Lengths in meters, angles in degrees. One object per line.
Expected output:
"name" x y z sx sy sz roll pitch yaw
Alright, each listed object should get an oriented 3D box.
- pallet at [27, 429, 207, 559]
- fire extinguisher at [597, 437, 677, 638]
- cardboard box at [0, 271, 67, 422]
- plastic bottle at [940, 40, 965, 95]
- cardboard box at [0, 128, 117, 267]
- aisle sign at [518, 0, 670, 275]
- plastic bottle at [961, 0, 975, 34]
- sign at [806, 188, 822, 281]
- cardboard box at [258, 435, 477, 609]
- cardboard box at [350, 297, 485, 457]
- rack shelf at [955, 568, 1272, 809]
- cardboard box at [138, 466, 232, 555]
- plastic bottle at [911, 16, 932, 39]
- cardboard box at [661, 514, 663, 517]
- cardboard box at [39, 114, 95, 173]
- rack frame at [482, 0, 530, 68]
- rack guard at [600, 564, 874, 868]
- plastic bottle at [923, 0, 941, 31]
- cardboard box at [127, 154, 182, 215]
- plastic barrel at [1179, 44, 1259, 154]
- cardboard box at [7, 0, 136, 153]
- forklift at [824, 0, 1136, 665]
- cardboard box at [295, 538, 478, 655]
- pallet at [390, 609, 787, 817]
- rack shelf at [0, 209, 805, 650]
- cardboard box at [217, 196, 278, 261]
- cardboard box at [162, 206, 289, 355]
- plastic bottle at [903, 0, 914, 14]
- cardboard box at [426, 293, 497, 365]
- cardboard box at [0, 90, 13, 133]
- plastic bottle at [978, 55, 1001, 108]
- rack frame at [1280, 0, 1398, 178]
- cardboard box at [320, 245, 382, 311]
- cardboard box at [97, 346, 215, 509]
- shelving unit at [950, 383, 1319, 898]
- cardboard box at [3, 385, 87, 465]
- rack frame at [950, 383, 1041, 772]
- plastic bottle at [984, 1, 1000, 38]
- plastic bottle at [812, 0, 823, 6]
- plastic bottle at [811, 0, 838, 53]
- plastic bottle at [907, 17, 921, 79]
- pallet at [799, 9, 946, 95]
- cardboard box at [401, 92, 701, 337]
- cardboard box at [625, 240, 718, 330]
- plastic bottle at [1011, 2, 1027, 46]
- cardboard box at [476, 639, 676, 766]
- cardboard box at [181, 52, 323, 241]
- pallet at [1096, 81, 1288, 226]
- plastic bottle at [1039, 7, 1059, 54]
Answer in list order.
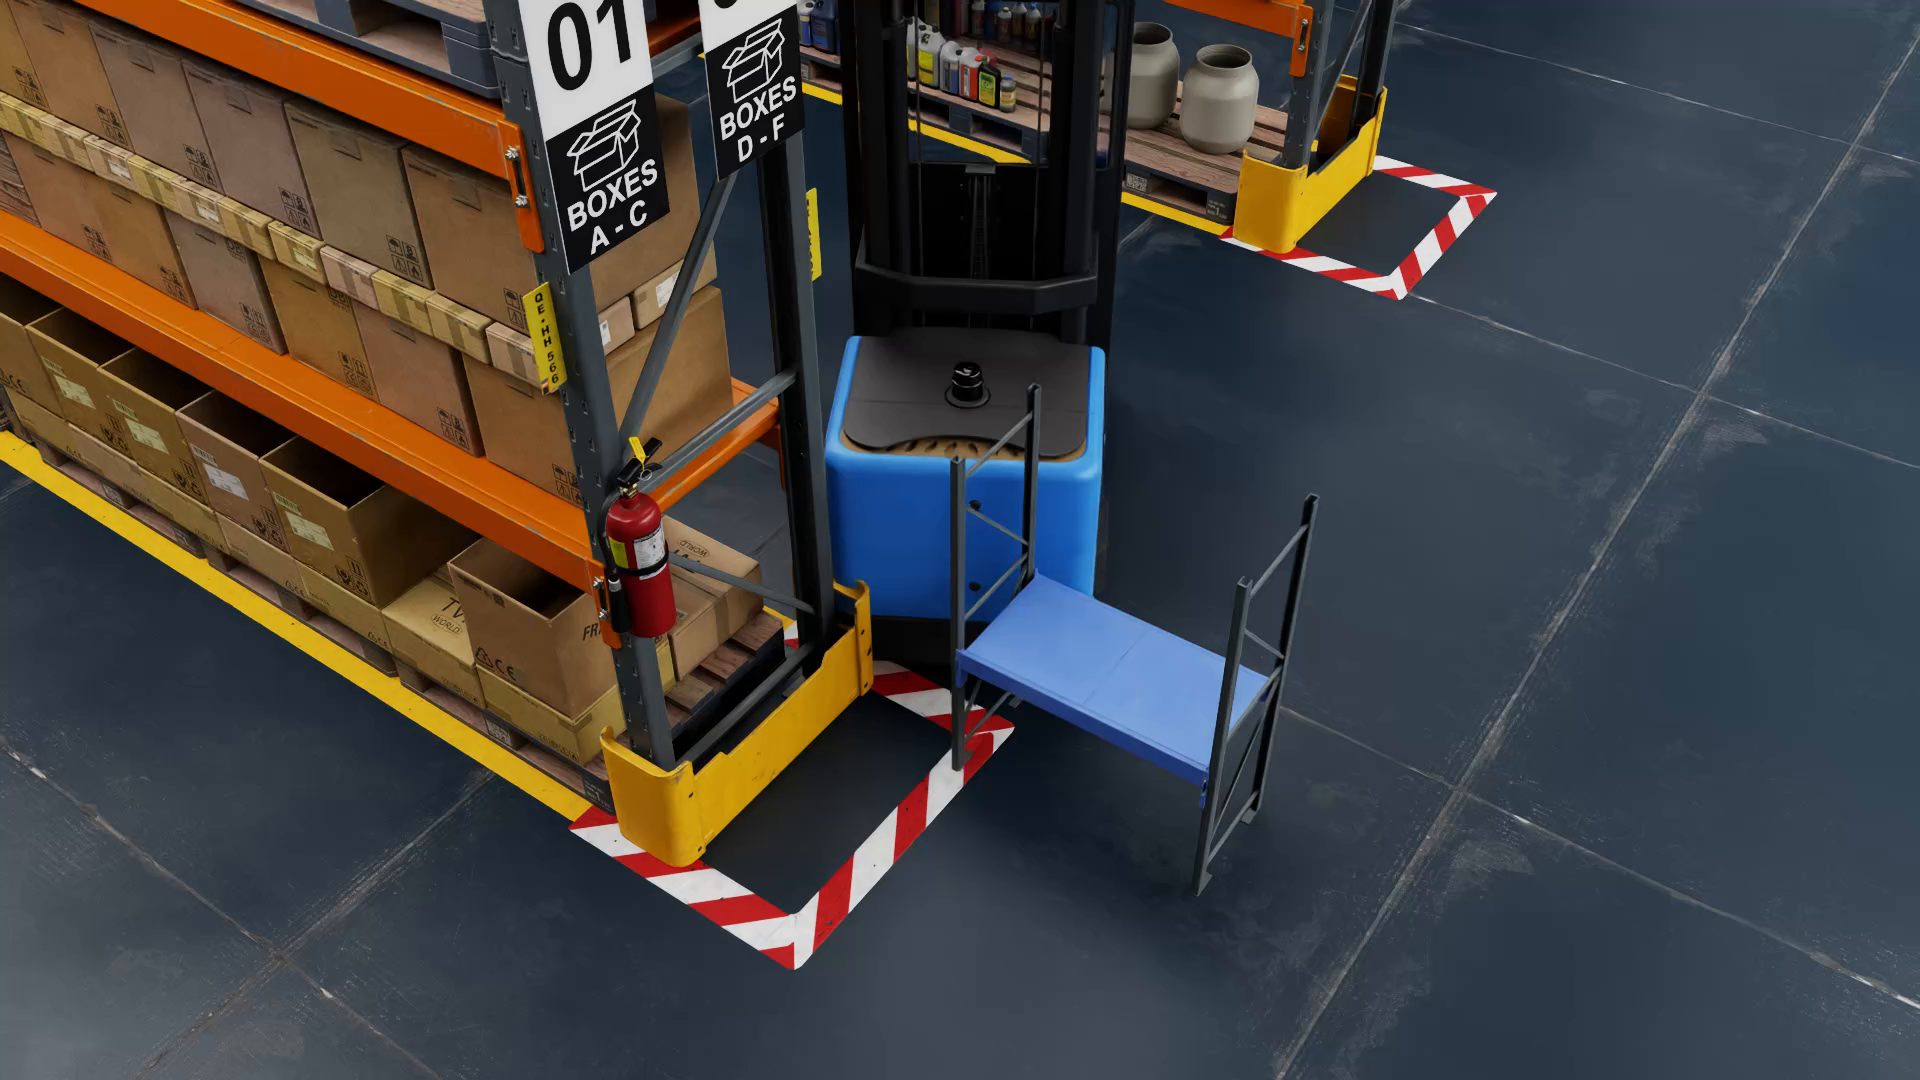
"pallet" -3.461 -0.489 7.638 1.213 0.211 1.003 25 48 25
"fire extinguisher" -0.983 0.004 5.054 0.183 0.674 0.296 25 48 25
"cardboard box" -3.889 -0.918 7.211 0.500 0.500 0.500 25 48 25
"plastic bottle" -0.026 -2.804 9.847 0.135 0.276 0.152 24 47 24
"cardboard box" -3.286 -1.528 6.633 0.500 0.500 0.700 25 47 25
"aisle sign" -0.928 -1.107 4.288 0.004 0.787 0.394 25 48 25
"plastic bottle" 0.004 -3.356 10.464 0.135 0.276 0.152 26 48 26
"sign" -0.490 -0.976 5.383 0.005 0.325 0.100 25 48 25
"cardboard box" -2.251 -0.153 6.356 0.500 0.500 0.500 25 48 25
"cardboard box" -1.621 -0.745 5.758 0.500 0.500 0.700 26 48 26
"rack shelf" 0.541 0.499 5.838 1.000 0.185 0.538 24 47 25
"cardboard box" -3.070 -0.255 7.033 0.500 0.250 0.500 25 48 25
"plastic bottle" -0.252 -3.027 10.096 0.135 0.276 0.152 25 48 25
"cardboard box" -1.536 0.028 6.716 0.500 0.250 0.500 25 48 25
"cardboard box" -3.143 -1.535 6.155 0.250 0.149 0.380 24 47 24
"rack frame" -0.814 -2.559 3.362 0.127 3.000 1.000 25 48 25
"rack guard" -0.794 0.617 6.185 0.348 0.500 1.175 25 48 25
"plastic bottle" -0.165 -3.357 10.460 0.133 0.283 0.061 25 48 25
"cardboard box" -2.709 -1.334 5.930 0.250 0.149 0.380 25 47 25
"plastic barrel" 1.451 -2.466 9.307 0.421 0.512 0.421 0 42 0
"cardboard box" -2.897 -1.825 5.992 0.500 0.500 0.700 25 48 25
"forklift" 0.116 -1.549 6.783 1.130 2.935 3.031 3 42 3
"cardboard box" -2.249 0.125 6.608 0.500 0.250 0.500 25 48 25
"pallet" -1.464 0.446 6.594 1.213 0.211 1.003 25 48 25
"rack shelf" -2.451 -0.821 6.458 4.000 0.370 1.077 25 48 25
"cardboard box" -2.297 -1.140 5.713 0.250 0.149 0.380 26 48 26
"cardboard box" -2.457 -1.138 6.197 0.500 0.500 0.700 27 48 27
"plastic bottle" -0.391 -3.572 10.649 0.185 0.351 0.144 23 47 23
"cardboard box" -1.451 -0.744 5.271 0.250 0.149 0.380 26 48 26
"cardboard box" -3.562 -1.732 6.374 0.250 0.149 0.380 24 47 24
"plastic bottle" 0.172 -2.677 9.699 0.133 0.283 0.061 26 48 26
"rack frame" 2.034 -3.026 8.383 0.127 3.000 1.000 25 48 25
"cardboard box" -1.865 -0.940 5.489 0.250 0.149 0.380 26 48 26
"cardboard box" -3.070 -0.535 6.783 0.500 0.500 0.500 25 48 25
"shelving unit" 0.541 0.365 5.718 1.048 1.500 0.538 24 47 25
"cardboard box" -3.883 -0.644 7.467 0.500 0.250 0.500 25 48 25
"rack frame" 0.121 0.174 5.930 0.032 1.500 0.500 24 47 25
"plastic bottle" 0.200 -3.285 10.388 0.097 0.271 0.097 0 42 0
"plastic bottle" -0.891 -3.298 10.393 0.133 0.283 0.061 25 48 25
"plastic bottle" -0.819 -3.199 10.232 0.185 0.351 0.144 26 48 26
"plastic bottle" -0.316 -2.964 9.970 0.185 0.351 0.144 25 47 25
"pallet" -0.715 -3.239 10.711 1.213 0.211 1.003 25 48 25
"cardboard box" -1.232 -1.050 5.126 0.500 0.500 0.700 25 48 25
"cardboard box" -1.011 -0.870 5.412 0.250 0.149 0.380 25 47 25
"plastic bottle" 0.366 -3.207 10.301 0.097 0.271 0.097 0 42 0
"cardboard box" -1.422 0.501 6.188 0.500 0.250 0.500 25 48 25
"cardboard box" -2.079 -1.441 5.563 0.500 0.500 0.700 25 48 25
"pallet" 1.282 -2.305 9.667 1.213 0.211 1.003 25 48 25
"plastic bottle" 0.553 -3.139 10.216 0.133 0.283 0.061 26 48 26
